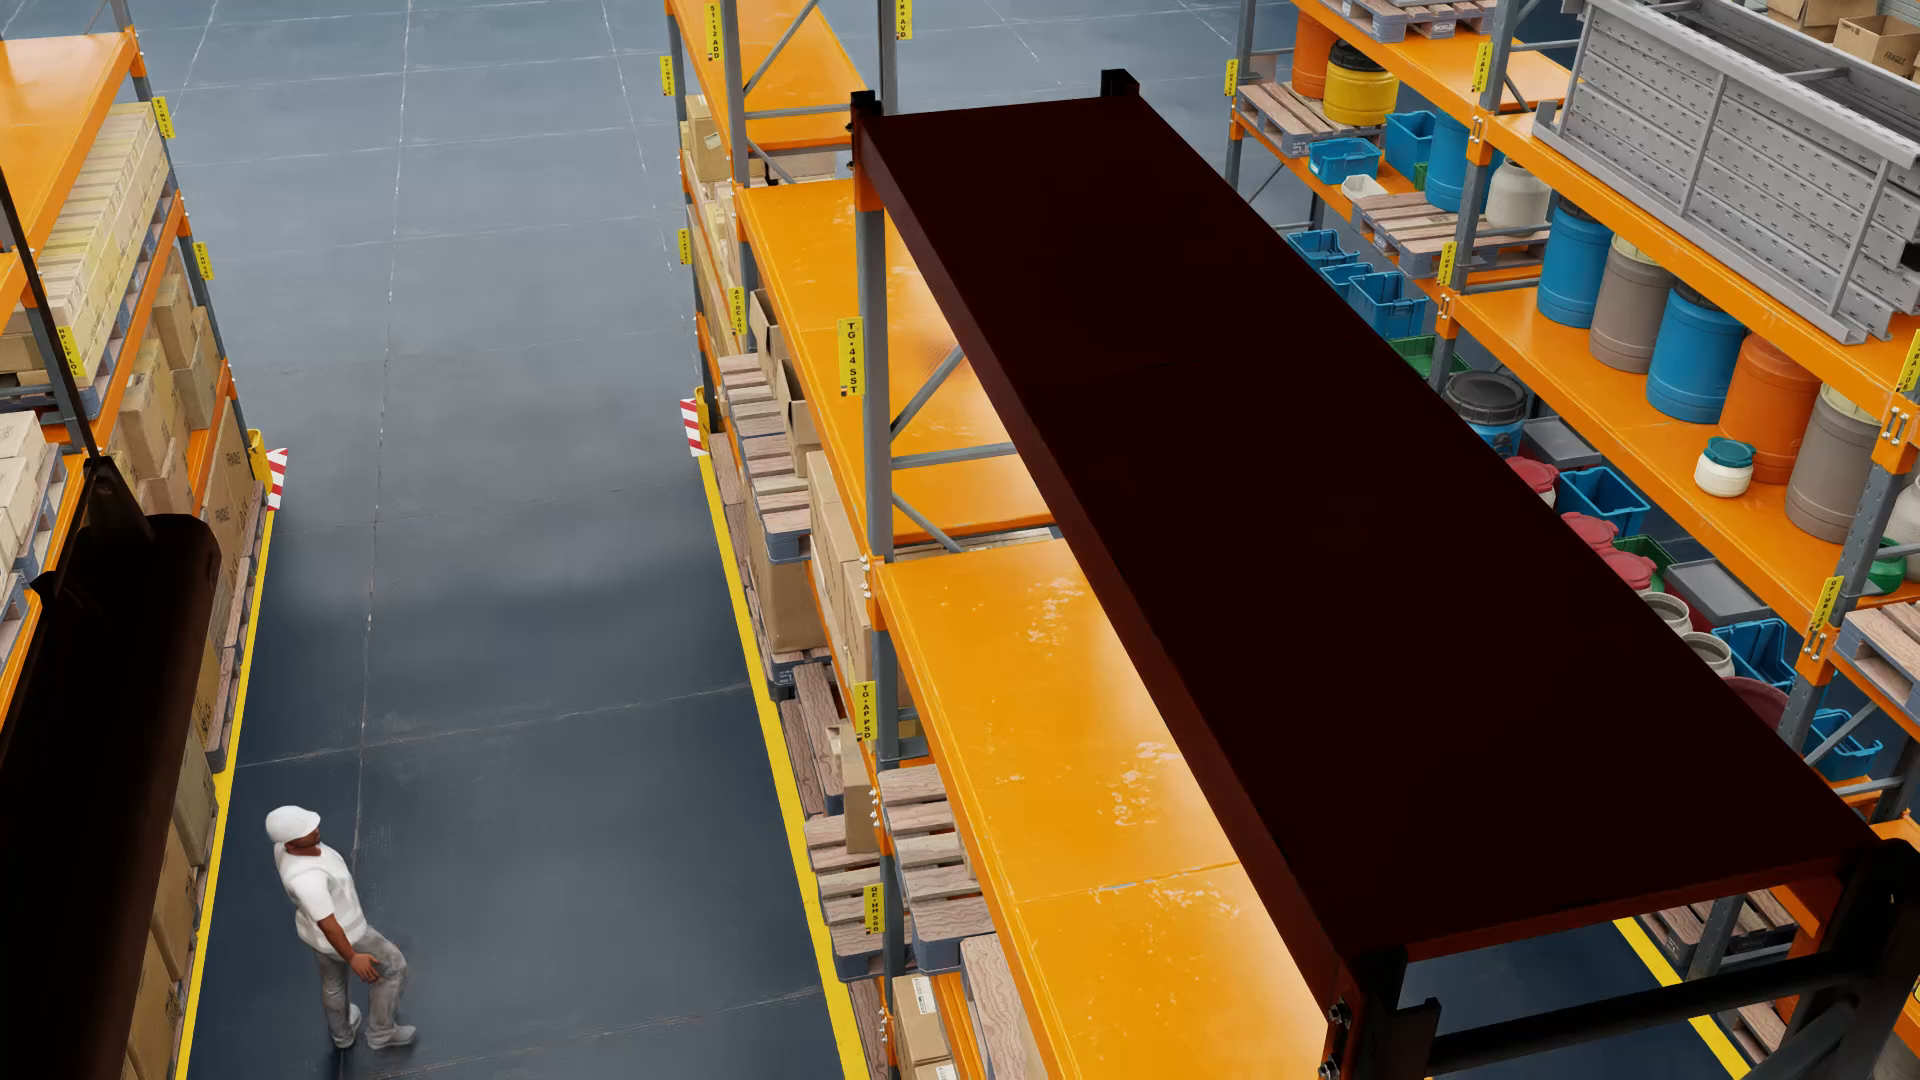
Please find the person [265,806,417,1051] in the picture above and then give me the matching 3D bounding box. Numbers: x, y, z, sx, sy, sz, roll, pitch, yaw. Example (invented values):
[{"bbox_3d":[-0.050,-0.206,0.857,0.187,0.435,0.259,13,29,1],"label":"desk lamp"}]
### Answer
[{"bbox_3d":[-3.454,2.198,9.321,0.784,1.762,0.452,25,42,32],"label":"person"}]
